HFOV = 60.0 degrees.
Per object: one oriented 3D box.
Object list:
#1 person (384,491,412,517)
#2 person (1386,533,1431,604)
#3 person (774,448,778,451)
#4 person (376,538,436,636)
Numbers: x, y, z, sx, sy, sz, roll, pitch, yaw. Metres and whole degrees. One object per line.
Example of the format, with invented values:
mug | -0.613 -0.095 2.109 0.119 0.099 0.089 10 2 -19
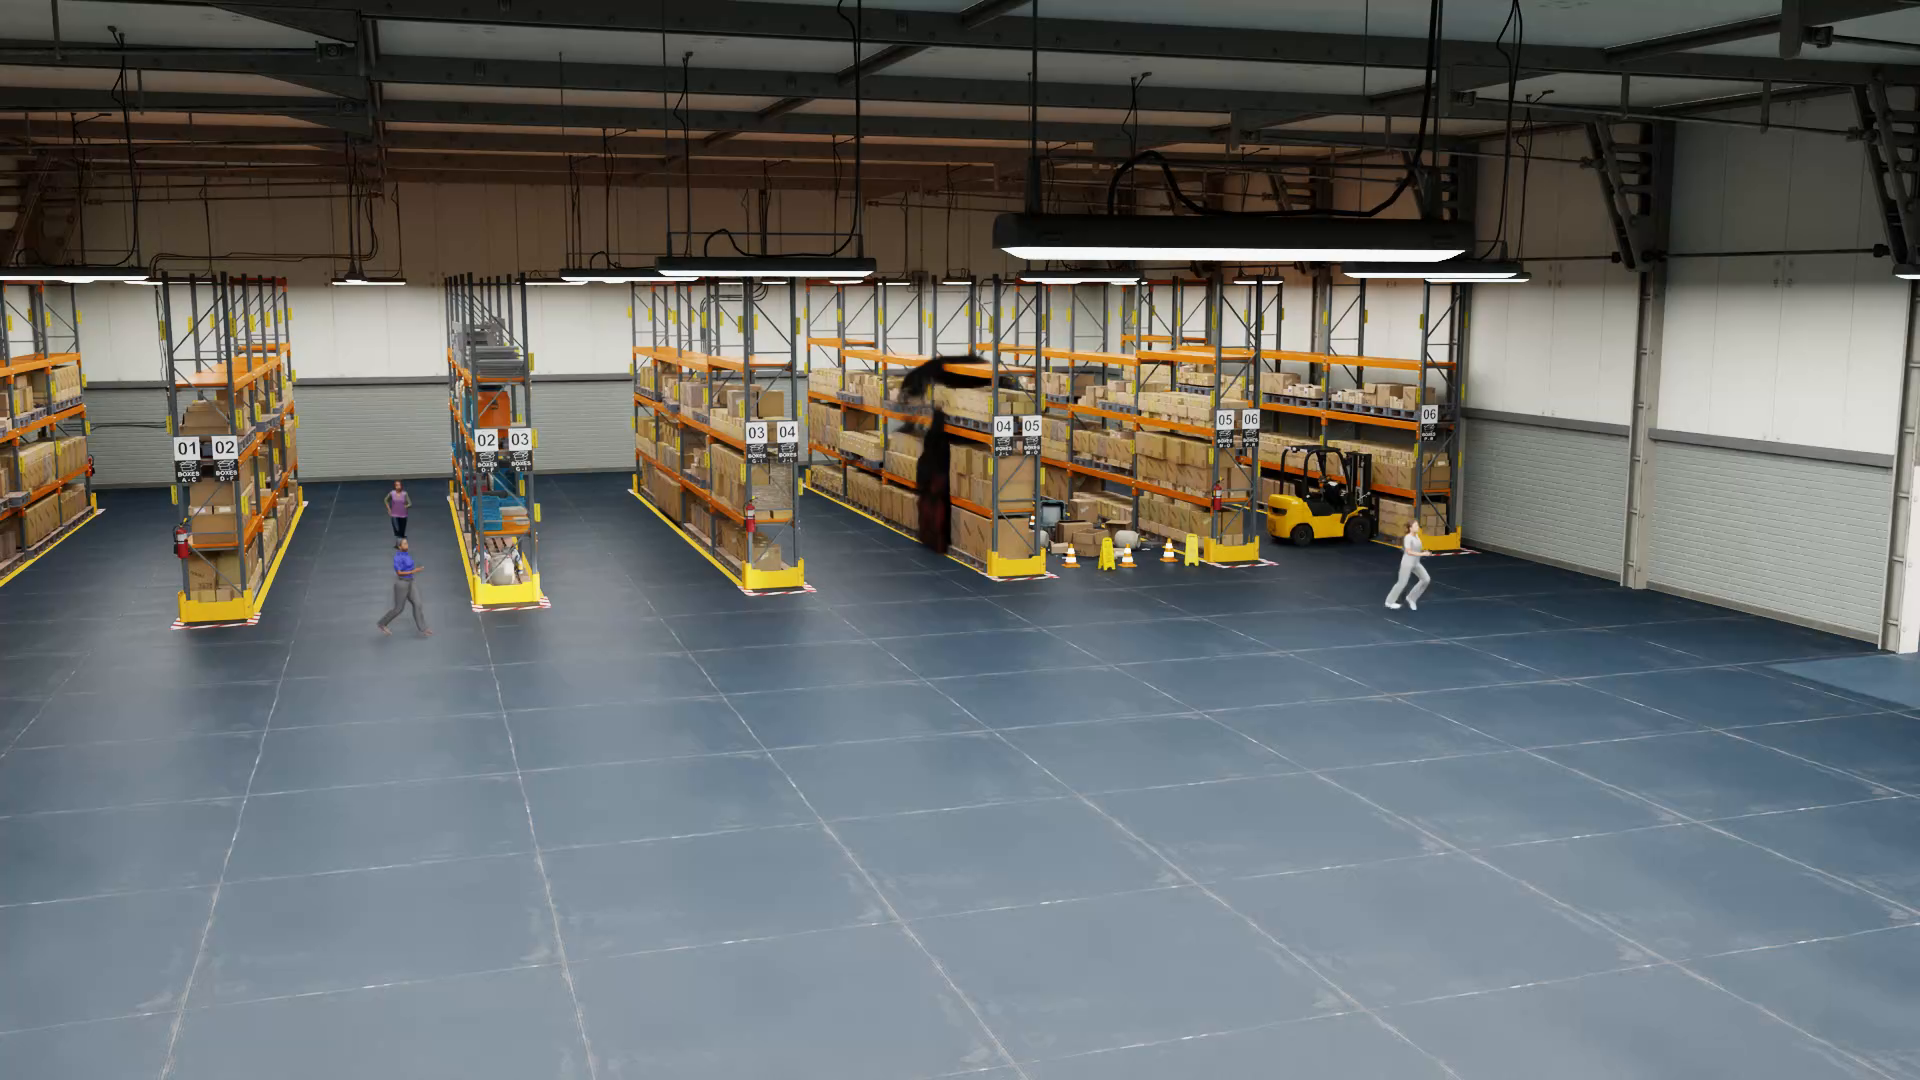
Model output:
person | -12.124 -0.785 35.901 0.539 0.574 0.412 -4 10 -26
person | 7.988 0.512 29.635 0.739 1.313 0.527 8 12 44
person | -5.362 -2.433 48.747 0.888 1.689 0.675 -8 12 -43
person | -9.139 0.770 27.350 0.942 1.641 0.581 1 9 5
